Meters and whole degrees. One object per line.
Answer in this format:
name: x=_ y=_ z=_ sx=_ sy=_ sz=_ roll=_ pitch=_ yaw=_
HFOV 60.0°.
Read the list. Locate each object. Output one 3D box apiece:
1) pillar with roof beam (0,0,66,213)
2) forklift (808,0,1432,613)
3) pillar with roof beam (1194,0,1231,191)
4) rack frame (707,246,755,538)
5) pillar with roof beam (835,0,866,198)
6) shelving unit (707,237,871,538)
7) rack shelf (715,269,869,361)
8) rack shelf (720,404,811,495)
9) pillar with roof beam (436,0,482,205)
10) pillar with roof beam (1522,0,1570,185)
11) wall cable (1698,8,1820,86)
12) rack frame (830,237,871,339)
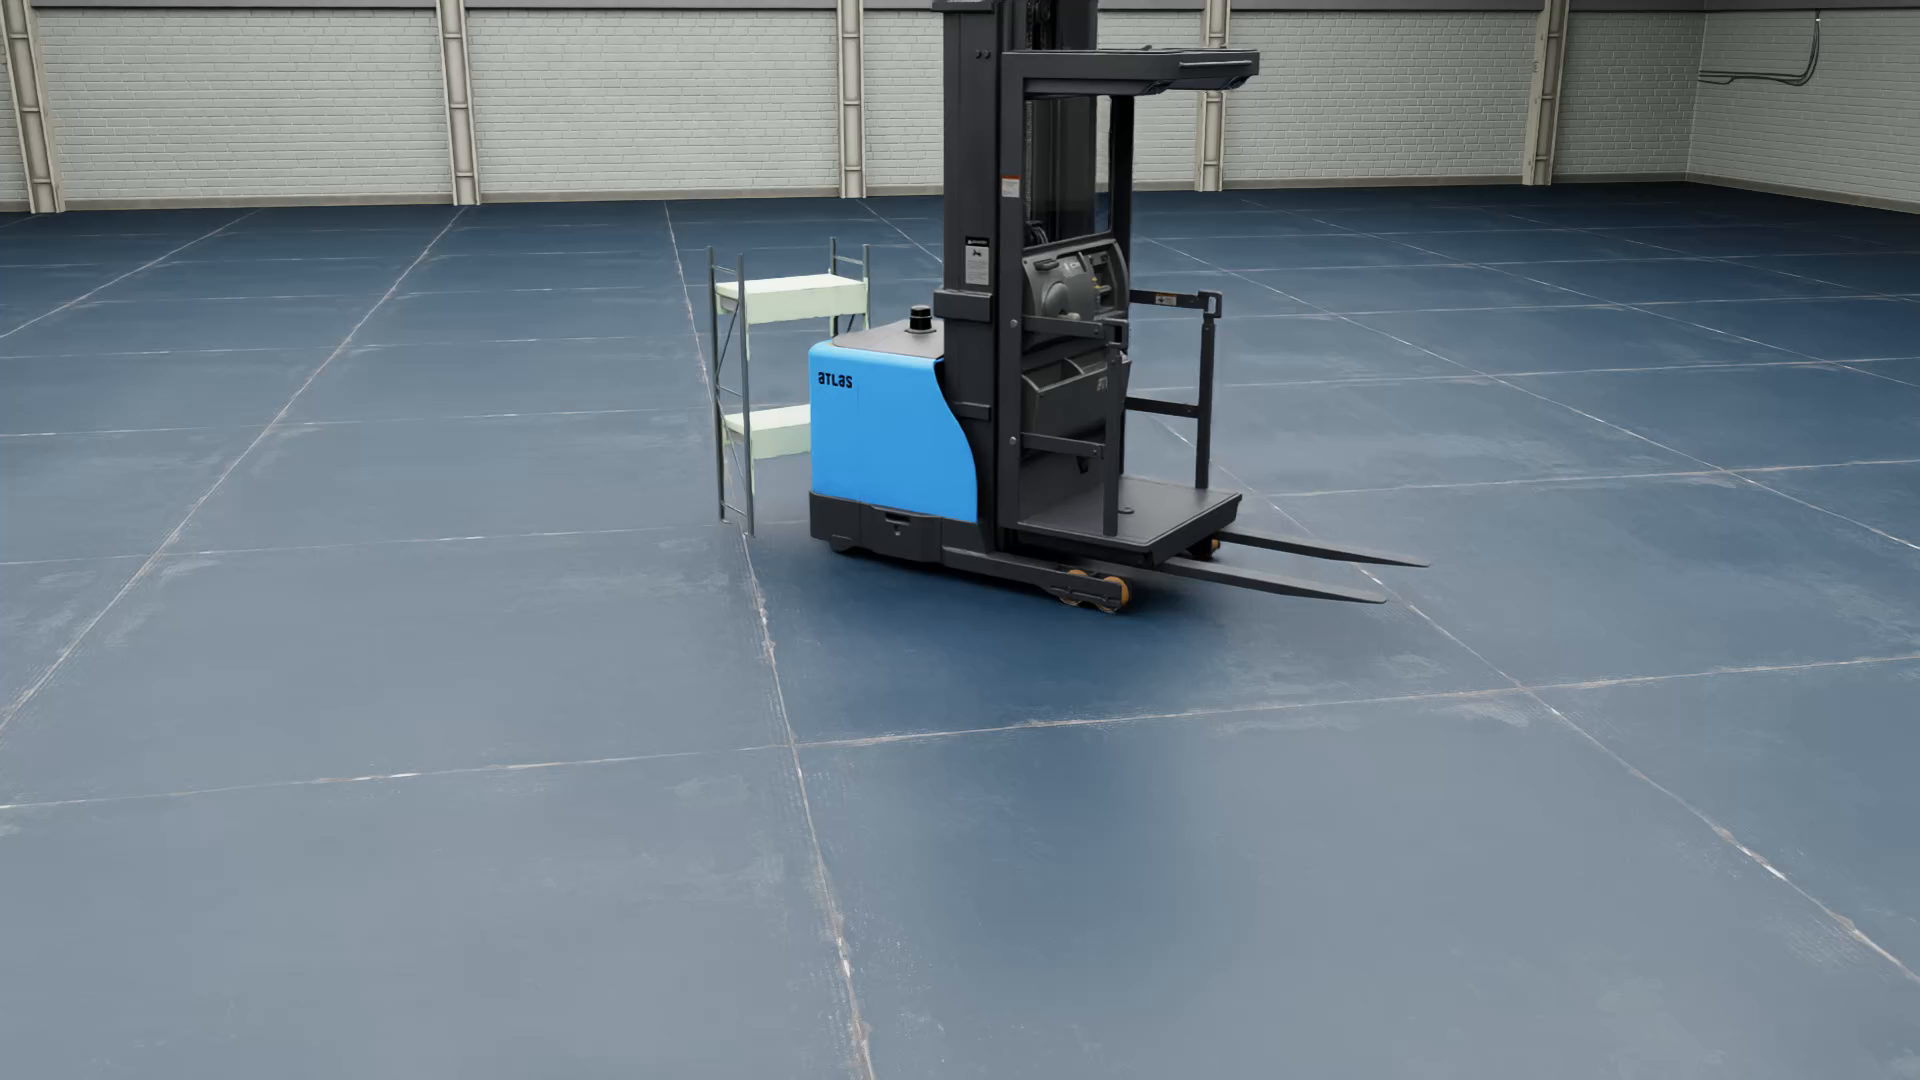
pillar with roof beam: x=-12.696 y=-7.929 z=19.299 sx=0.400 sy=9.000 sz=9.100 roll=-3 pitch=17 yaw=-10
forklift: x=0.735 y=-1.241 z=7.861 sx=3.031 sy=2.935 sz=1.130 roll=11 pitch=20 yaw=31
pillar with roof beam: x=4.977 y=-8.931 z=22.563 sx=0.400 sy=9.000 sz=9.100 roll=-3 pitch=17 yaw=-10
rack frame: x=-1.212 y=-0.777 z=8.788 sx=0.023 sy=1.500 sz=0.400 roll=-11 pitch=20 yaw=-31
pillar with roof beam: x=-0.914 y=-8.597 z=21.475 sx=0.400 sy=9.000 sz=9.100 roll=-3 pitch=17 yaw=-10
shelving unit: x=-0.904 y=-0.836 z=8.978 sx=0.755 sy=1.500 sz=0.431 roll=-11 pitch=20 yaw=-31
rack shelf: x=-0.904 y=-1.209 z=8.863 sx=0.720 sy=0.370 sz=0.431 roll=-11 pitch=20 yaw=-31
rack shelf: x=-0.904 y=-0.524 z=9.073 sx=0.720 sy=0.370 sz=0.431 roll=-11 pitch=20 yaw=-31
pillar with roof beam: x=-6.805 y=-8.263 z=20.387 sx=0.400 sy=9.000 sz=9.100 roll=-3 pitch=17 yaw=-10
pillar with roof beam: x=10.868 y=-9.265 z=23.651 sx=0.400 sy=9.000 sz=9.100 roll=-3 pitch=17 yaw=-10
wall cable: x=13.195 y=-8.805 z=27.441 sx=0.112 sy=2.526 sz=3.097 roll=-3 pitch=17 yaw=-10
rack frame: x=-0.596 y=-0.894 z=9.167 sx=0.023 sy=1.500 sz=0.400 roll=-11 pitch=20 yaw=-31
